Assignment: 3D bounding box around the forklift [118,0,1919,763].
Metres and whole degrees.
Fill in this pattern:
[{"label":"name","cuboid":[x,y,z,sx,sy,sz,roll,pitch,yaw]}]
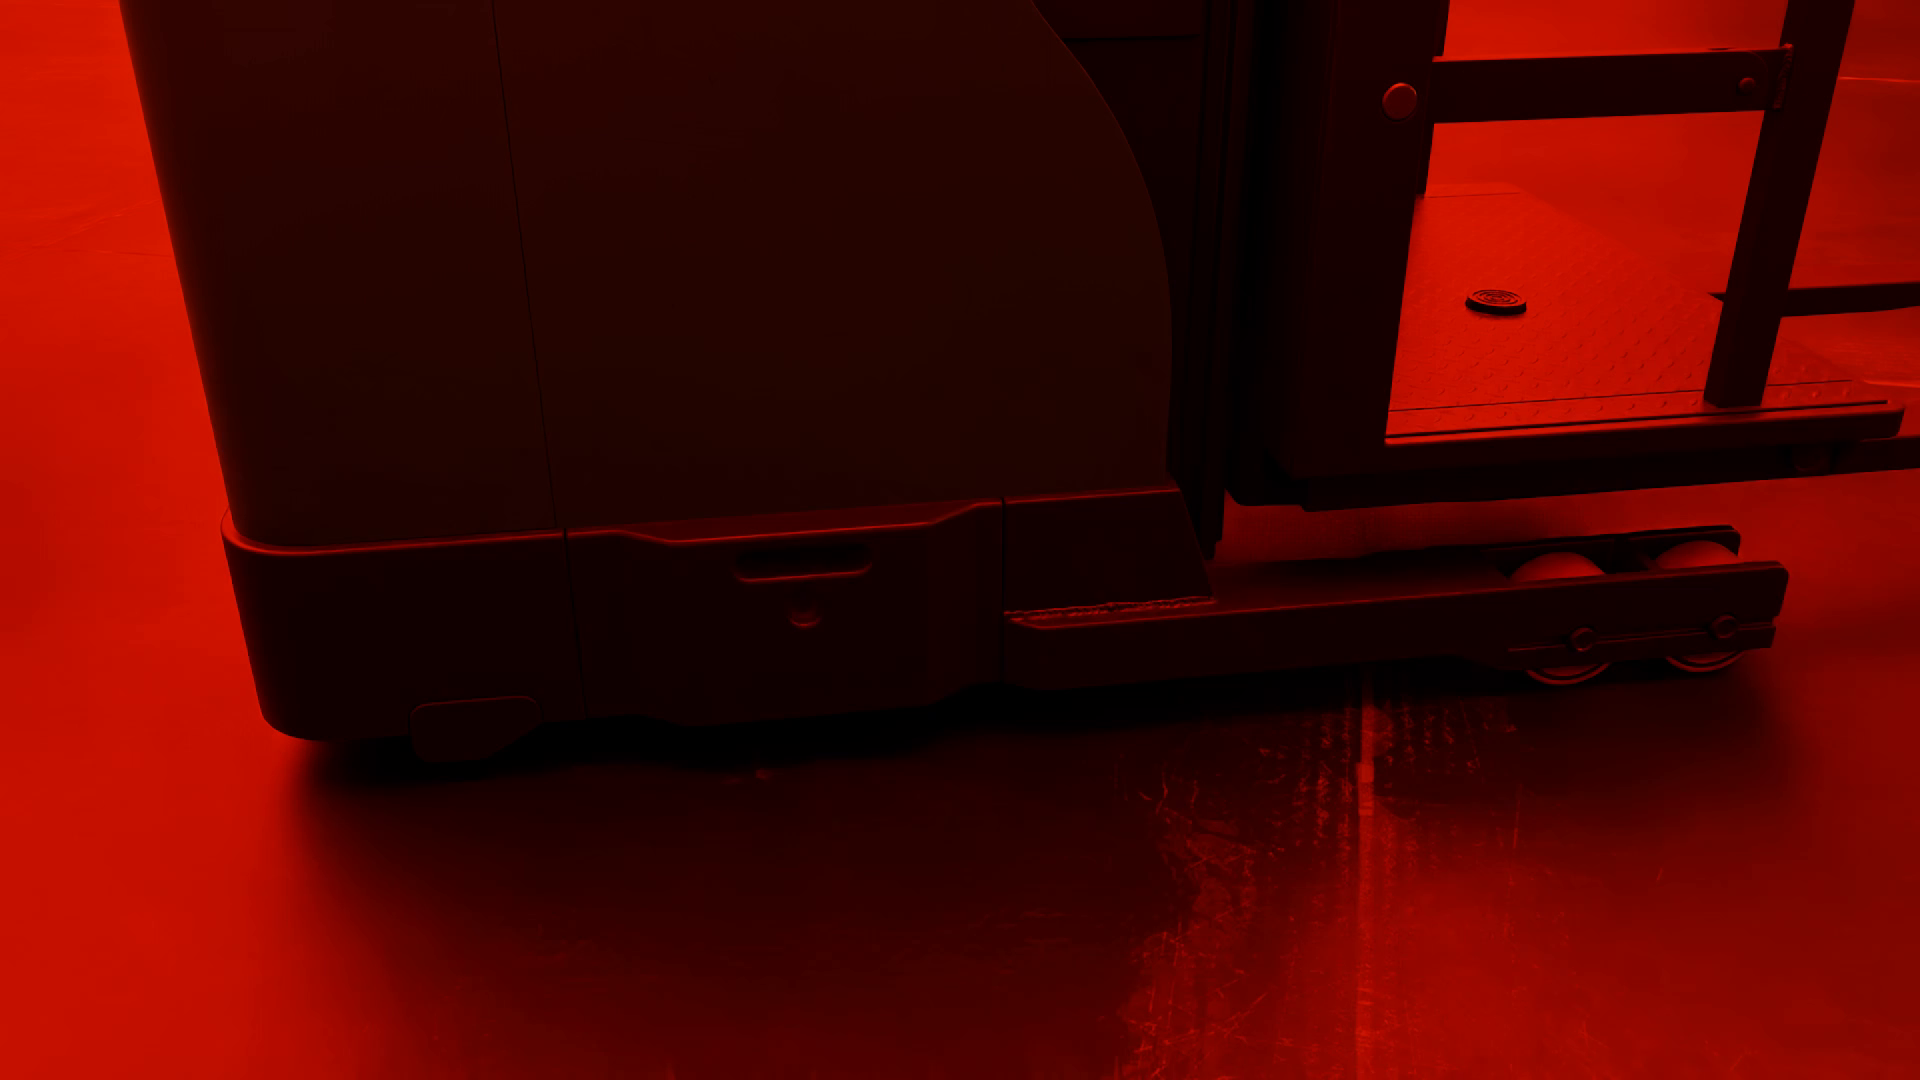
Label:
[{"label":"forklift","cuboid":[0.600,-1.354,1.930,3.031,2.935,1.130,-4,27,-9]}]
